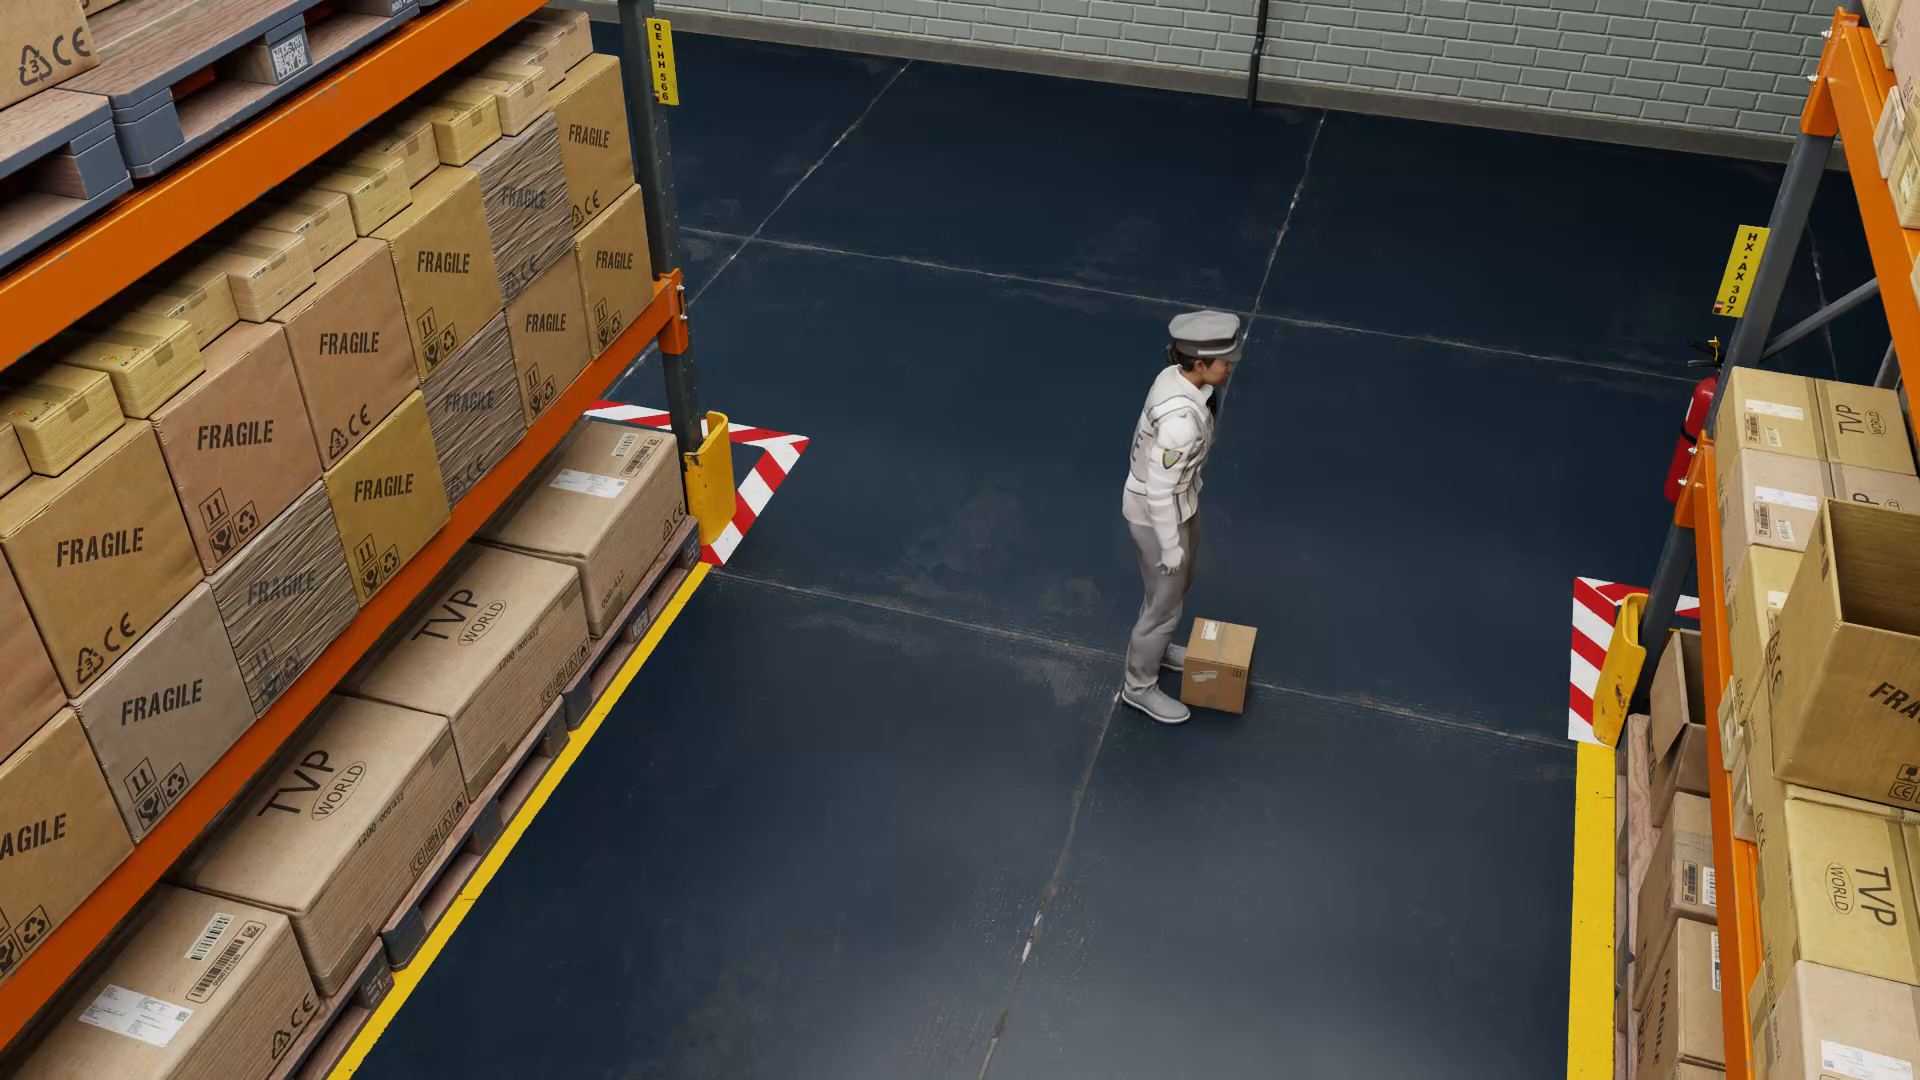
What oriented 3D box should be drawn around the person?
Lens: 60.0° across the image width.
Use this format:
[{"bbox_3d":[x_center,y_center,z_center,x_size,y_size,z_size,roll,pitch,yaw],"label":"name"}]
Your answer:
[{"bbox_3d":[0.802,-0.101,6.282,0.374,1.661,0.539,9,38,11],"label":"person"}]
